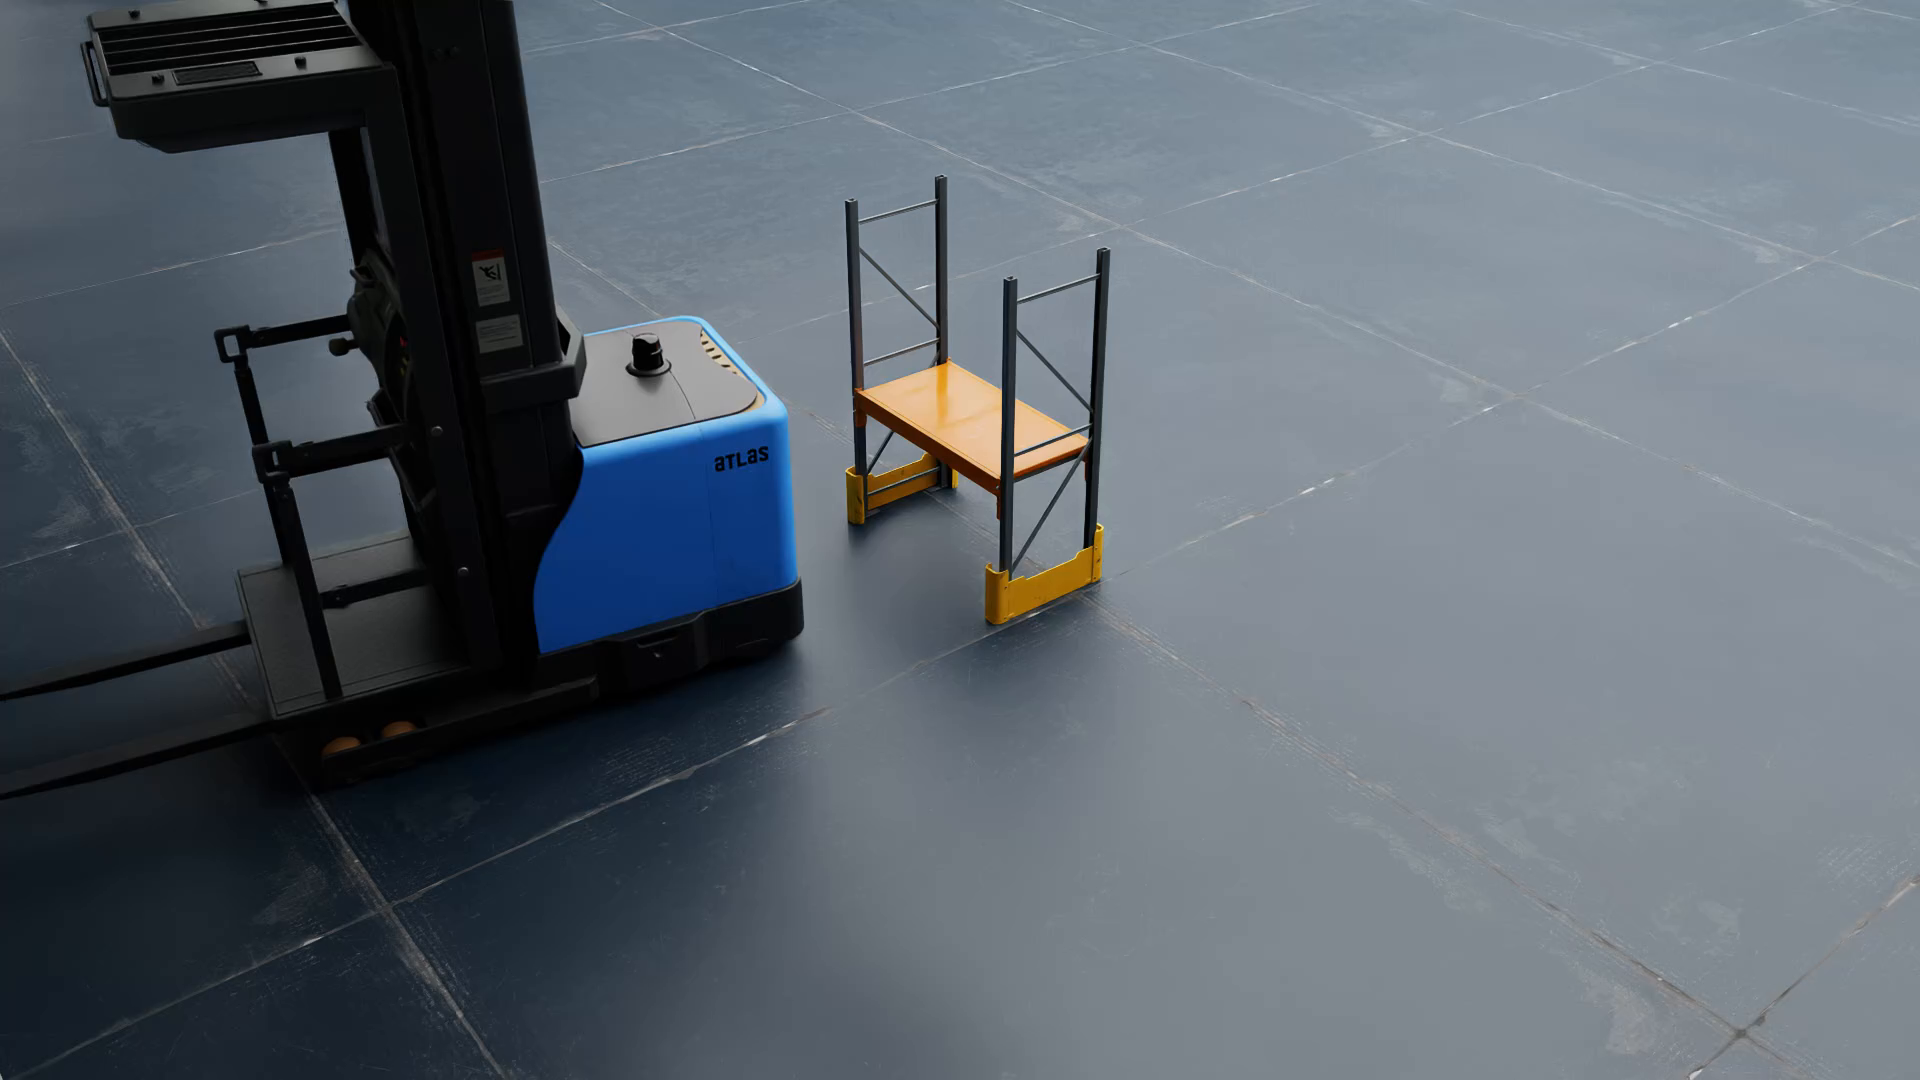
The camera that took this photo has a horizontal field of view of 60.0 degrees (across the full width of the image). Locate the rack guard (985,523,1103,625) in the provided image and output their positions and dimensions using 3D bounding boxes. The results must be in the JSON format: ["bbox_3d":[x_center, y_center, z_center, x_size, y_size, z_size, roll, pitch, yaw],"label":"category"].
[{"bbox_3d":[0.352,0.133,6.905,0.587,0.250,0.087,-22,38,-31],"label":"rack guard"}]

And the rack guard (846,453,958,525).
[{"bbox_3d":[-0.259,-0.282,7.574,0.587,0.250,0.087,-22,38,-31],"label":"rack guard"}]

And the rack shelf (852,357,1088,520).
[{"bbox_3d":[0.052,-0.449,6.999,0.538,0.185,1.000,-22,38,-31],"label":"rack shelf"}]

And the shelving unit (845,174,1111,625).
[{"bbox_3d":[0.047,-0.605,6.910,0.587,1.500,1.083,-22,38,-31],"label":"shelving unit"}]

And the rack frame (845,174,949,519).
[{"bbox_3d":[-0.259,-0.813,7.245,0.500,1.500,0.032,-22,38,-31],"label":"rack frame"}]

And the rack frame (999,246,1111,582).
[{"bbox_3d":[0.364,-0.390,6.563,0.500,1.500,0.032,-22,38,-31],"label":"rack frame"}]

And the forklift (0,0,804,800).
[{"bbox_3d":[-2.174,-0.691,5.692,3.031,2.935,1.130,-15,35,-23],"label":"forklift"}]
